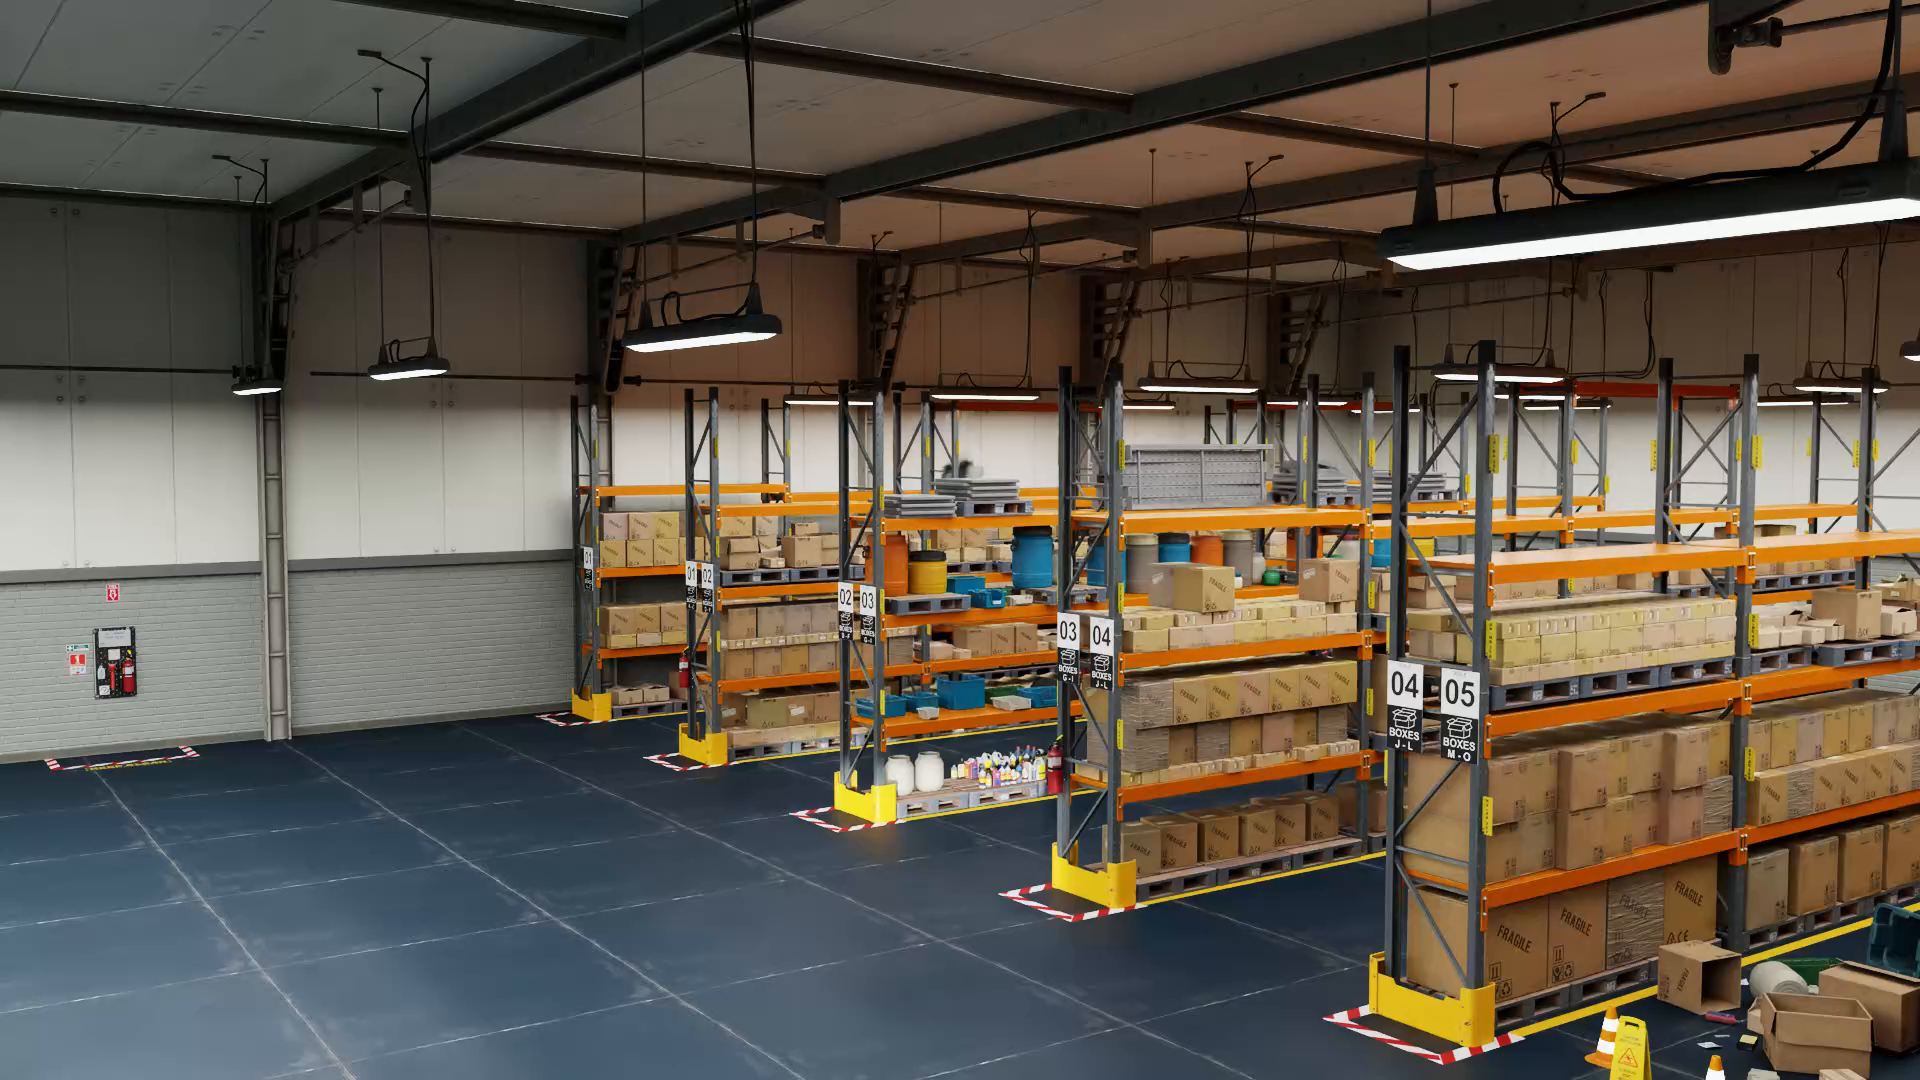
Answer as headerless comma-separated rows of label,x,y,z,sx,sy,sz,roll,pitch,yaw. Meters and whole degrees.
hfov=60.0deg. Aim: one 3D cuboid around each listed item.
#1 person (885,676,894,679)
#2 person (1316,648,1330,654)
person,-1.308,2.480,30.878,0.569,1.649,0.611,-3,4,-40
person,7.062,2.413,31.937,0.663,1.704,0.733,3,5,40
